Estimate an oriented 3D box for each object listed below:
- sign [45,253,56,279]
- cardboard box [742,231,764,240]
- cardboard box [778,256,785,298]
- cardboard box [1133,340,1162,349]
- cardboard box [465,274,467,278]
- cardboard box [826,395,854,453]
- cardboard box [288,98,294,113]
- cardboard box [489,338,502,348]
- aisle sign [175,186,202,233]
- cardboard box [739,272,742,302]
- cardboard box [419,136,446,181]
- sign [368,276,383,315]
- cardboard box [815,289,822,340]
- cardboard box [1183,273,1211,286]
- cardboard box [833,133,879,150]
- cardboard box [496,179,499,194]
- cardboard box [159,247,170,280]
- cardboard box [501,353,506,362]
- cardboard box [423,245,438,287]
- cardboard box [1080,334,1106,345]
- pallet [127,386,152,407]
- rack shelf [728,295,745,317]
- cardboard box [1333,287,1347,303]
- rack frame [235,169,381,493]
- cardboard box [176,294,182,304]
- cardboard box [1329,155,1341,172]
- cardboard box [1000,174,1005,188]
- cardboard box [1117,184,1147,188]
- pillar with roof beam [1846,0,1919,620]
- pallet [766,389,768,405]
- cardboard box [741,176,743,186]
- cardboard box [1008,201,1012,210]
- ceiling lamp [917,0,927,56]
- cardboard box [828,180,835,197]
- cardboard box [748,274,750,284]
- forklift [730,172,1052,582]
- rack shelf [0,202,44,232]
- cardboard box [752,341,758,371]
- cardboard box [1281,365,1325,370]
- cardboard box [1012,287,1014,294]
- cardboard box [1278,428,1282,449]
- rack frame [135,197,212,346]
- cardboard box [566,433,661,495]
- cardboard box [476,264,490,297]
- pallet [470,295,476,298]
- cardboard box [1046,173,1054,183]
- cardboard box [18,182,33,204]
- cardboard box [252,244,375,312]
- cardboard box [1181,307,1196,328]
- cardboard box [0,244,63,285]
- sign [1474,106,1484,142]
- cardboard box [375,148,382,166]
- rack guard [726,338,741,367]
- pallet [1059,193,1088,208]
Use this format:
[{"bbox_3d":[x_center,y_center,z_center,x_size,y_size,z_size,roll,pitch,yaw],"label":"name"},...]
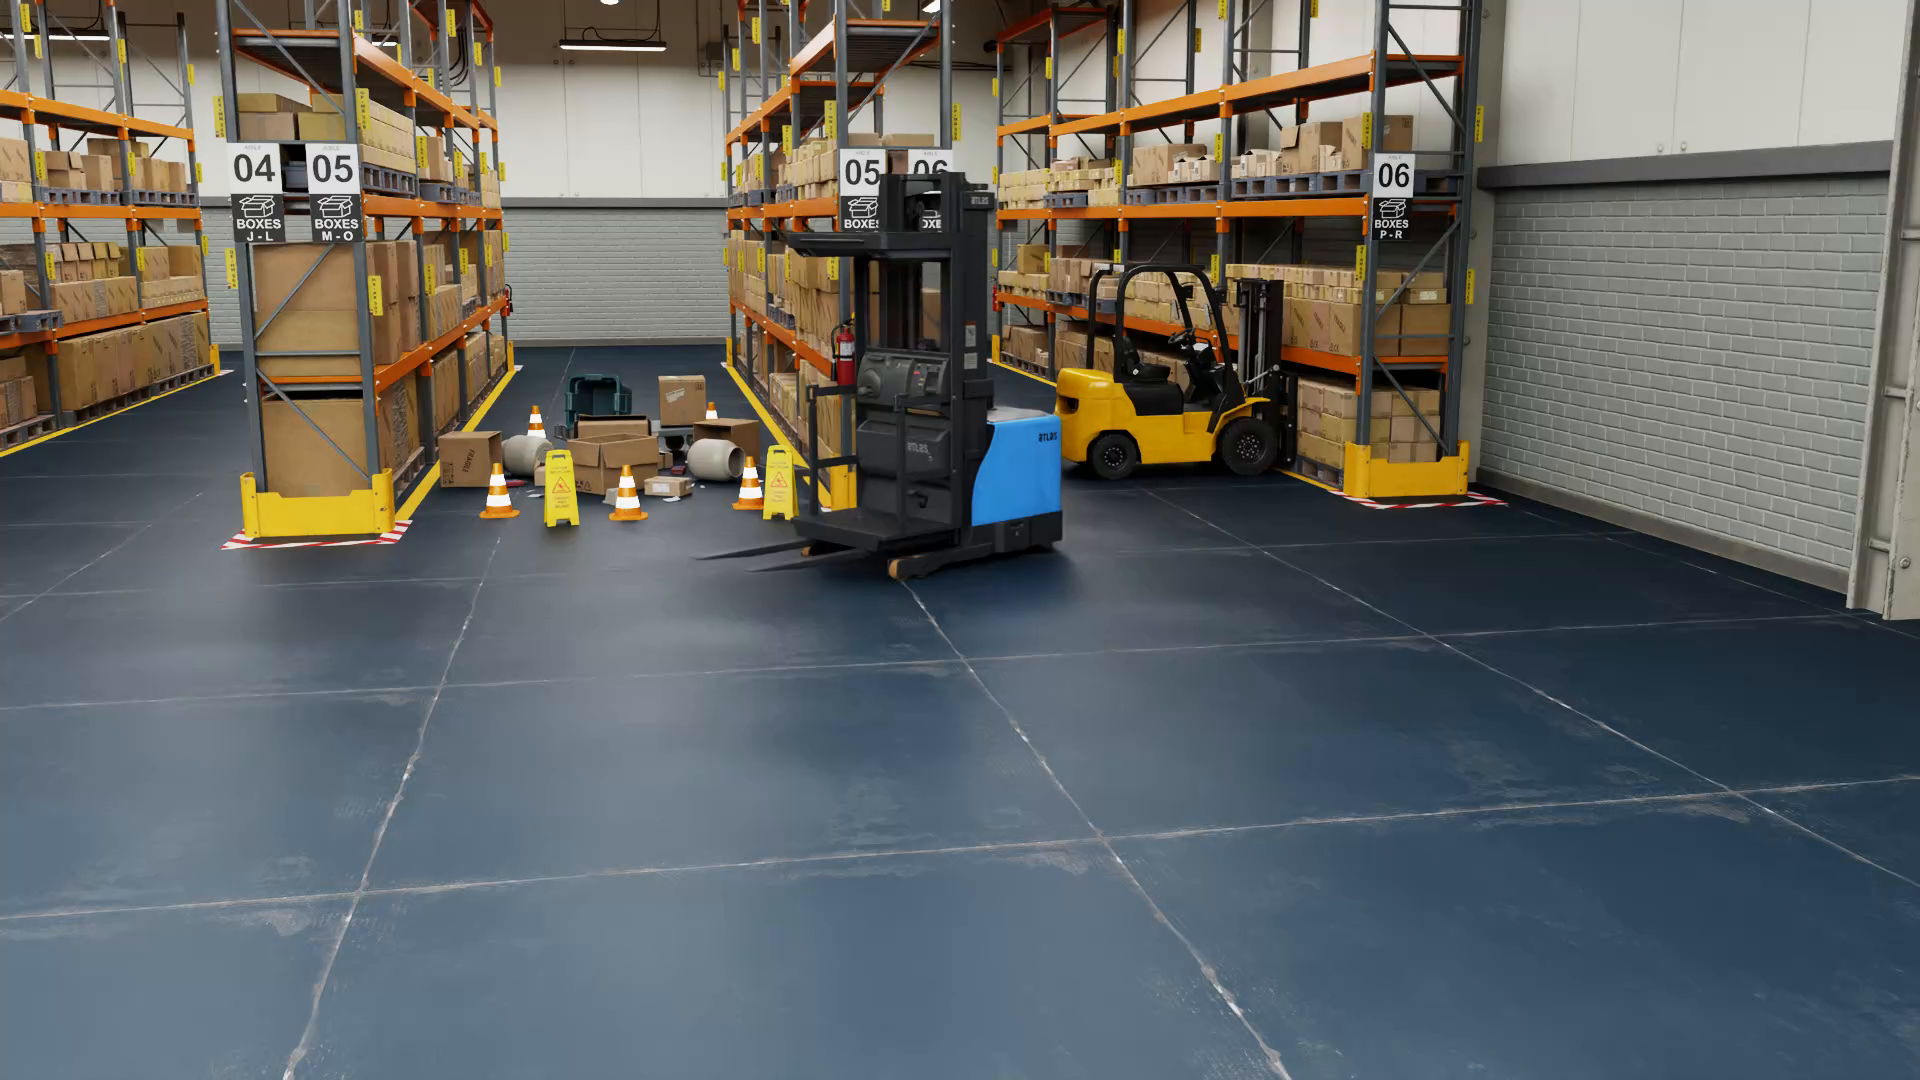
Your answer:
[{"bbox_3d":[-11.318,-3.406,20.684,0.100,0.325,0.005,-2,11,-11],"label":"sign"},{"bbox_3d":[-3.278,-4.852,26.492,0.380,0.149,0.250,-2,11,-12],"label":"cardboard box"},{"bbox_3d":[-1.960,-3.241,20.517,0.500,0.500,0.500,-3,11,-13],"label":"cardboard box"},{"bbox_3d":[2.792,-2.893,24.699,0.380,0.149,0.250,-2,11,-10],"label":"cardboard box"},{"bbox_3d":[-7.166,-3.770,23.440,0.380,0.149,0.250,-2,11,-12],"label":"cardboard box"},{"bbox_3d":[-0.984,-1.109,15.726,0.500,0.500,0.500,-2,11,-11],"label":"cardboard box"},{"bbox_3d":[-5.903,-3.689,14.181,0.380,0.149,0.250,-2,11,-10],"label":"cardboard box"},{"bbox_3d":[-7.906,-3.306,27.953,0.380,0.149,0.250,-2,11,-9],"label":"cardboard box"},{"bbox_3d":[-13.124,-5.623,28.264,0.394,0.787,0.004,-2,11,-11],"label":"aisle sign"},{"bbox_3d":[-3.352,-4.168,27.303,0.500,0.500,0.500,-2,11,-12],"label":"cardboard box"},{"bbox_3d":[-6.351,-4.486,19.562,0.500,0.500,0.500,-2,11,-11],"label":"cardboard box"},{"bbox_3d":[-4.862,-2.032,13.825,0.100,0.325,0.005,-2,11,-11],"label":"sign"},{"bbox_3d":[-1.135,-2.216,16.256,0.500,0.500,0.500,-2,11,-11],"label":"cardboard box"},{"bbox_3d":[2.989,-3.222,20.599,0.380,0.149,0.250,-2,11,-13],"label":"cardboard box"},{"bbox_3d":[-0.927,-3.541,14.795,0.380,0.149,0.250,-2,11,-10],"label":"cardboard box"},{"bbox_3d":[-8.181,-6.054,28.523,0.500,0.250,0.500,-2,11,-13],"label":"cardboard box"},{"bbox_3d":[-12.663,-4.312,25.929,0.500,0.500,0.500,-2,11,-13],"label":"cardboard box"},{"bbox_3d":[-8.063,-3.157,28.763,0.380,0.149,0.250,-2,11,-9],"label":"cardboard box"},{"bbox_3d":[-6.685,-3.287,20.004,0.700,0.500,0.500,-2,11,-12],"label":"cardboard box"},{"bbox_3d":[2.086,-3.114,25.863,0.380,0.149,0.250,-2,11,-9],"label":"cardboard box"},{"bbox_3d":[-12.403,-2.080,24.058,1.003,0.211,1.213,-2,11,-11],"label":"pallet"},{"bbox_3d":[-3.295,-3.962,28.414,1.077,0.370,4.000,-2,11,-11],"label":"rack shelf"},{"bbox_3d":[3.875,-2.396,16.260,0.380,0.149,0.250,-2,11,-10],"label":"cardboard box"},{"bbox_3d":[-5.408,-1.549,13.813,1.000,3.000,0.127,-2,11,-11],"label":"rack frame"},{"bbox_3d":[-12.715,-3.865,26.651,0.380,0.149,0.250,-2,11,-10],"label":"cardboard box"},{"bbox_3d":[3.837,-3.675,16.243,0.380,0.149,0.250,-2,11,-13],"label":"cardboard box"},{"bbox_3d":[1.024,-6.564,30.410,0.500,0.250,0.500,-2,11,-12],"label":"cardboard box"},{"bbox_3d":[2.435,-5.048,23.509,0.380,0.149,0.250,-2,11,-10],"label":"cardboard box"},{"bbox_3d":[1.989,-3.780,9.487,9.100,9.000,0.400,-2,11,-11],"label":"pillar with roof beam"},{"bbox_3d":[-2.207,-1.992,23.600,1.003,0.211,1.213,-2,11,-11],"label":"pallet"},{"bbox_3d":[-3.152,-5.458,25.564,0.396,0.266,0.258,-2,11,-12],"label":"cardboard box"},{"bbox_3d":[1.076,-6.002,29.860,0.380,0.149,0.250,-2,11,-10],"label":"cardboard box"},{"bbox_3d":[-1.621,-11.085,32.258,2.000,3.185,0.800,-2,11,-11],"label":"ceiling lamp"},{"bbox_3d":[-0.996,-3.198,15.123,0.380,0.149,0.250,-2,11,-11],"label":"cardboard box"},{"bbox_3d":[-2.968,-3.935,25.412,0.500,0.250,0.500,-2,11,-10],"label":"cardboard box"},{"bbox_3d":[-0.481,-1.232,12.330,1.130,2.935,3.031,7,13,33],"label":"forklift"},{"bbox_3d":[-11.460,-3.608,18.532,1.077,0.370,4.000,-2,11,-11],"label":"rack shelf"},{"bbox_3d":[-2.923,-3.015,27.246,0.875,0.438,0.875,-2,11,-12],"label":"cardboard box"},{"bbox_3d":[3.917,-1.834,18.865,0.500,0.250,0.500,-2,11,-12],"label":"cardboard box"},{"bbox_3d":[1.148,-4.529,30.142,0.380,0.149,0.250,-2,11,-9],"label":"cardboard box"},{"bbox_3d":[3.596,-1.137,17.880,0.500,0.250,0.500,-2,11,-9],"label":"cardboard box"},{"bbox_3d":[-13.405,-4.322,28.381,1.000,3.000,0.127,-2,11,-11],"label":"rack frame"},{"bbox_3d":[-3.397,-0.751,16.299,0.637,0.503,0.797,9,14,38],"label":"cardboard box"},{"bbox_3d":[-7.591,-4.045,25.865,0.500,0.500,0.500,-2,11,-12],"label":"cardboard box"},{"bbox_3d":[-7.736,-3.510,24.630,1.003,0.211,1.213,-2,11,-11],"label":"pallet"},{"bbox_3d":[1.590,-5.811,26.667,0.380,0.149,0.250,-2,11,-9],"label":"cardboard box"},{"bbox_3d":[-11.516,-4.176,19.994,0.500,0.250,0.500,-2,11,-11],"label":"cardboard box"},{"bbox_3d":[-5.442,-2.223,14.063,0.875,0.550,0.550,-2,11,-11],"label":"cardboard box"},{"bbox_3d":[3.060,-2.764,20.596,0.500,0.250,0.500,-2,11,-11],"label":"cardboard box"},{"bbox_3d":[-11.975,-3.531,21.277,0.797,0.503,0.637,-2,11,-9],"label":"cardboard box"},{"bbox_3d":[4.842,-3.890,15.539,0.100,0.325,0.005,-2,11,-11],"label":"sign"},{"bbox_3d":[-5.308,-3.368,14.631,0.380,0.149,0.250,-2,11,-11],"label":"cardboard box"},{"bbox_3d":[-3.689,-3.459,30.531,1.175,0.500,0.348,-2,11,-11],"label":"rack guard"},{"bbox_3d":[2.225,-5.199,25.468,1.213,0.211,1.003,-2,11,-11],"label":"pallet"}]
